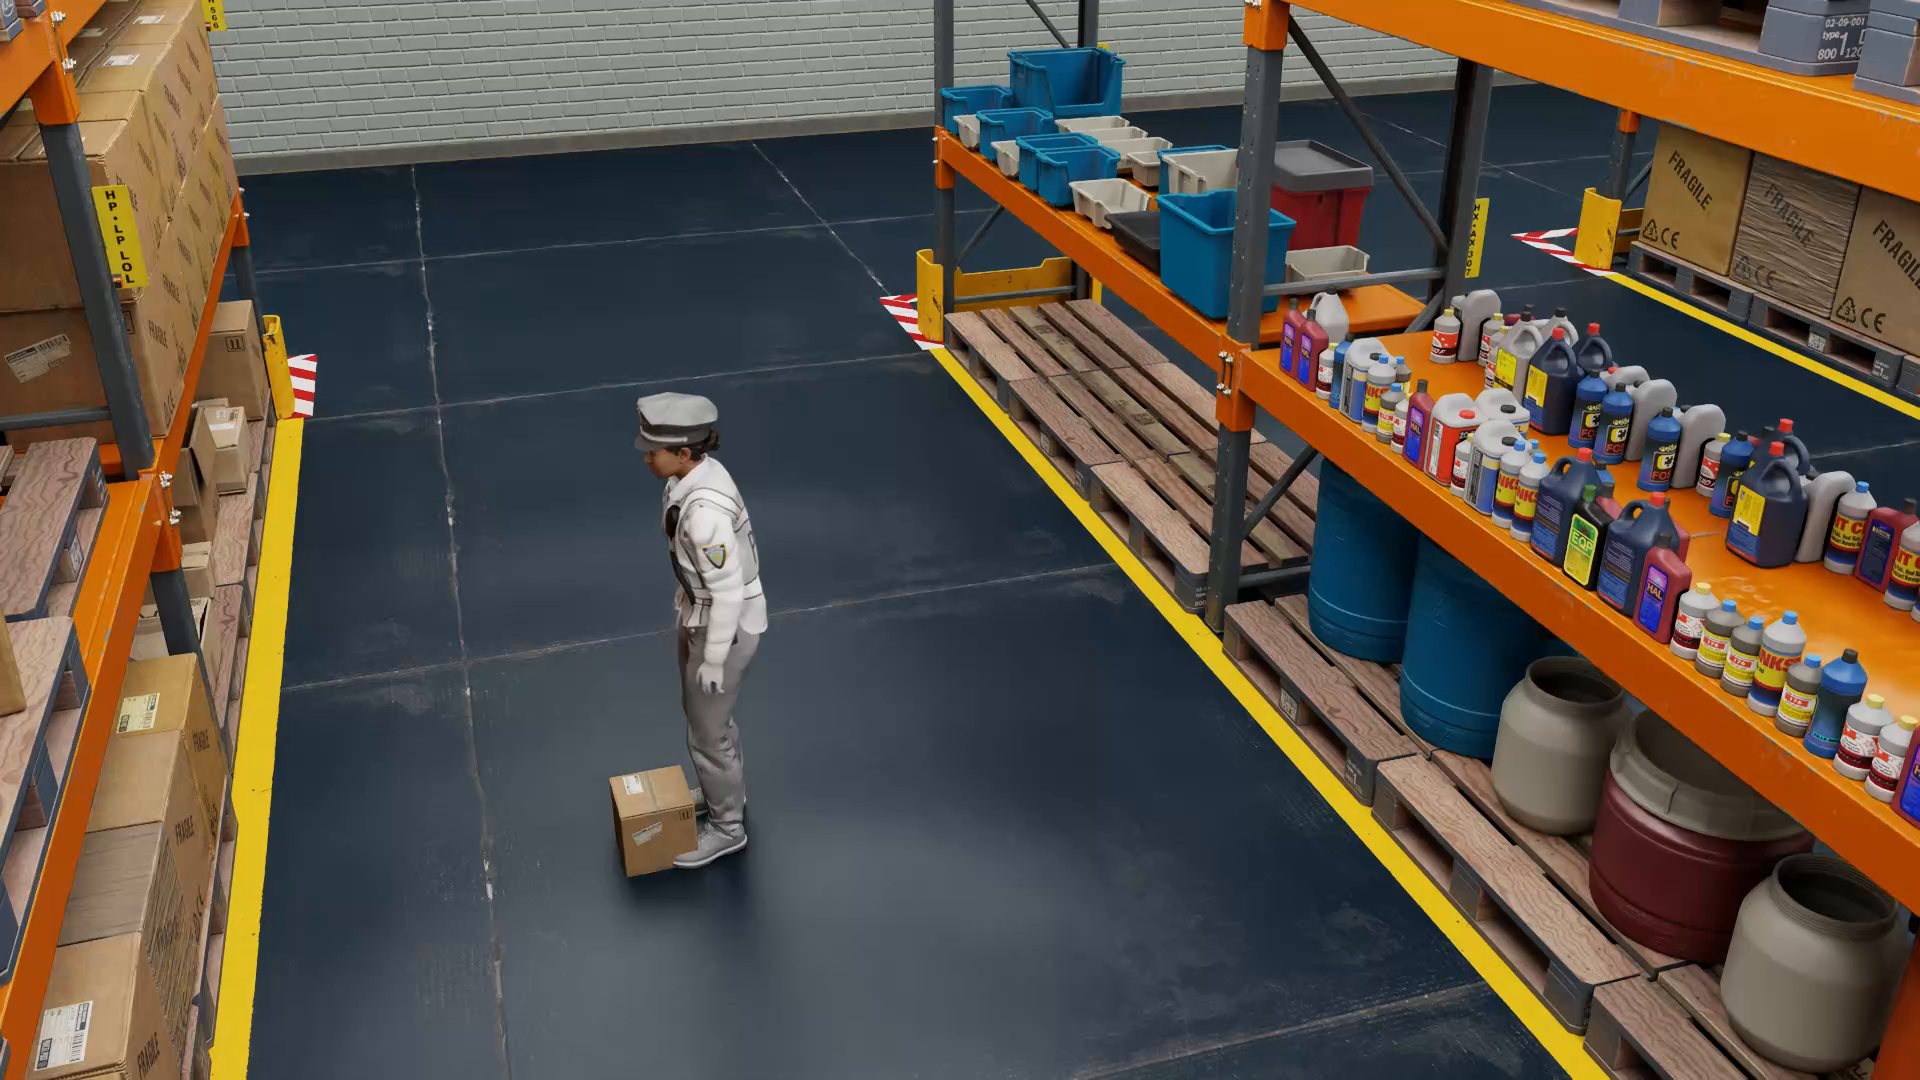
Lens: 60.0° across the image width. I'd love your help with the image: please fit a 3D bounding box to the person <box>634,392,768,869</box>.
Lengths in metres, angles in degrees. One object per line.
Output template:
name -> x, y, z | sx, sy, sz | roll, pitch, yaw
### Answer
person -> -0.848, 0.300, 5.508 | 0.407, 1.663, 0.528 | -8, 28, -16
